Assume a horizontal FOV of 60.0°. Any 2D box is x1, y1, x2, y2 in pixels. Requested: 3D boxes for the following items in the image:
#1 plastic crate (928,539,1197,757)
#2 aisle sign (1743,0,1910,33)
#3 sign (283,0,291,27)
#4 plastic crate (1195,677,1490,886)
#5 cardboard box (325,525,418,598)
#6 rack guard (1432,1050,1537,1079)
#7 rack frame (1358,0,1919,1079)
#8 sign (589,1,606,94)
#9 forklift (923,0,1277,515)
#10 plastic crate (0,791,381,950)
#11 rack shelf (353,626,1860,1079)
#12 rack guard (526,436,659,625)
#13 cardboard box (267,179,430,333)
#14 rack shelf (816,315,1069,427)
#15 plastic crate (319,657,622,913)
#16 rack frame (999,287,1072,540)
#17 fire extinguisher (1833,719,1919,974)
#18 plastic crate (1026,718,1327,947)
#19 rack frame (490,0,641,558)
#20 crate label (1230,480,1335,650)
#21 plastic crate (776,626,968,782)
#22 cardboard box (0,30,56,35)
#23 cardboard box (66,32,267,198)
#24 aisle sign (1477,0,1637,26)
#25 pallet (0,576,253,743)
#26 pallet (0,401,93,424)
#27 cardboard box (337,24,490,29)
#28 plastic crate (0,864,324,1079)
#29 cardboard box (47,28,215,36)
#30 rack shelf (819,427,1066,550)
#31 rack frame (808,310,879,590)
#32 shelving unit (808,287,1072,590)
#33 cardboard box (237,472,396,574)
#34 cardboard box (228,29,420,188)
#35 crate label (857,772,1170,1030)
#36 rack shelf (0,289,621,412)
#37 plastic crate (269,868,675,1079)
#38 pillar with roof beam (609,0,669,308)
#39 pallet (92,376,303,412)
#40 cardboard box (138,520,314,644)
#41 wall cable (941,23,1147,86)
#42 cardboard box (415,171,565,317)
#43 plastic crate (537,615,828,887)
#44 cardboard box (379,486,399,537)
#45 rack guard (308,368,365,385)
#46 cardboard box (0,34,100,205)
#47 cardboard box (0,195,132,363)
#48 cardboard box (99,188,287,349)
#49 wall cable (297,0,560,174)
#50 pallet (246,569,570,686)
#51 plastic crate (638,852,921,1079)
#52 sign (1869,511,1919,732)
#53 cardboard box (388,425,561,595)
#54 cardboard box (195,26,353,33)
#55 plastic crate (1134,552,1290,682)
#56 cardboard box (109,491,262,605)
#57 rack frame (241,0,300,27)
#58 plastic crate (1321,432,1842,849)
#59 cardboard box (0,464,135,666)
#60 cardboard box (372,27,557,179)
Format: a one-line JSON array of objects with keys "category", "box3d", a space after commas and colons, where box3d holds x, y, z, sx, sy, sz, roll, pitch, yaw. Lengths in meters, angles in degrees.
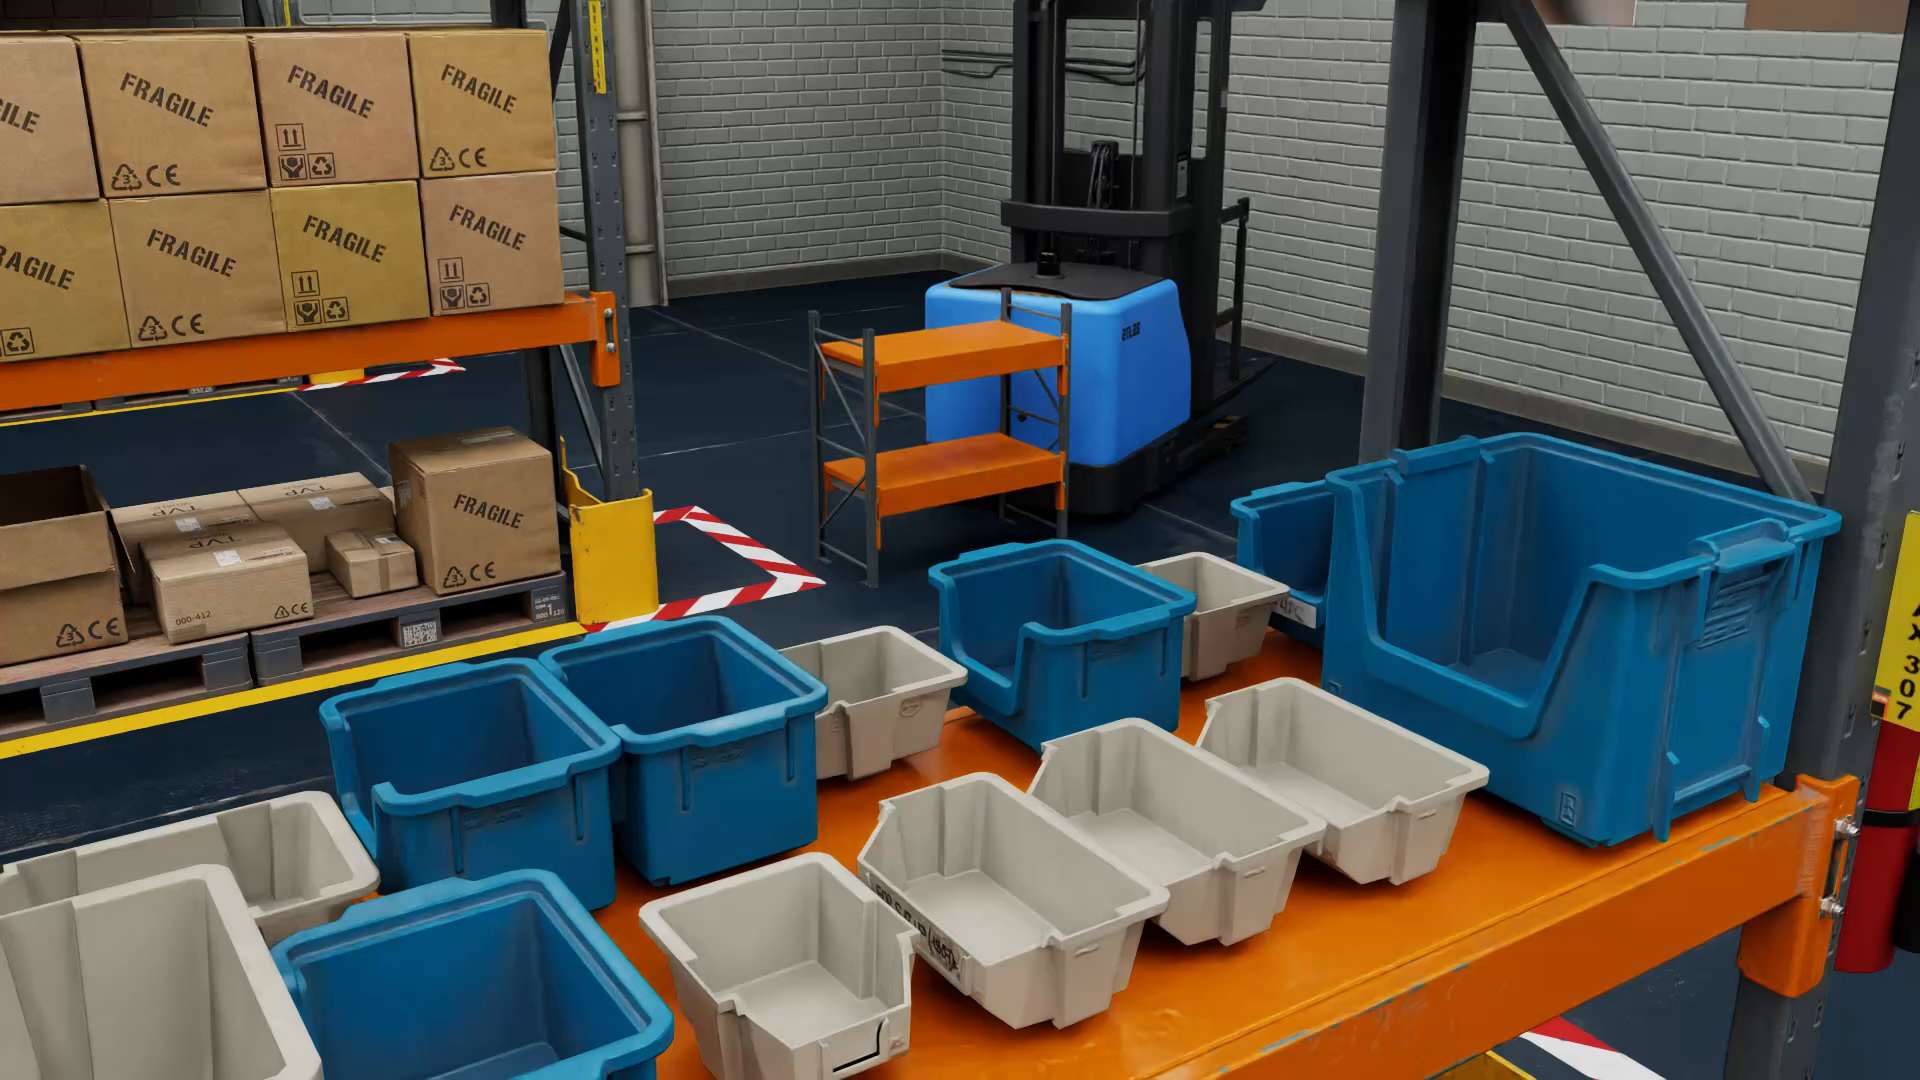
[{"category": "plastic crate", "box3d": [0.159, 0.179, 2.699, 0.300, 0.233, 0.416, -12, 22, -31]}, {"category": "aisle sign", "box3d": [1.317, -1.109, 2.282, 0.004, 0.787, 0.394, -12, 22, -31]}, {"category": "sign", "box3d": [-4.066, -3.106, 10.071, 0.005, 0.325, 0.100, -12, 22, -31]}, {"category": "plastic crate", "box3d": [0.515, 0.346, 2.357, 0.243, 0.136, 0.396, -12, 22, -31]}, {"category": "cardboard box", "box3d": [-2.331, 0.074, 6.579, 0.250, 0.166, 0.380, -12, 22, -31]}, {"category": "rack guard", "box3d": [1.109, 1.233, 3.316, 0.348, 0.500, 1.175, -12, 22, -31]}, {"category": "rack frame", "box3d": [1.098, 0.058, 2.890, 0.053, 2.616, 0.949, -12, 22, -31]}, {"category": "sign", "box3d": [-1.337, -1.815, 6.128, 0.005, 0.325, 0.100, -12, 22, -31]}, {"category": "forklift", "box3d": [0.961, -1.931, 8.879, 1.130, 2.935, 3.031, 10, 21, 27]}, {"category": "plastic crate", "box3d": [-0.956, 0.471, 1.986, 0.466, 0.136, 0.293, -12, 22, -31]}, {"category": "rack shelf", "box3d": [-0.574, 0.750, 1.966, 4.000, 0.370, 1.077, -12, 22, -31]}, {"category": "rack guard", "box3d": [-1.688, -0.071, 7.174, 0.348, 0.500, 1.175, -12, 22, -31]}, {"category": "cardboard box", "box3d": [-2.281, -1.072, 6.076, 0.500, 0.500, 0.500, -12, 22, -31]}, {"category": "rack shelf", "box3d": [-0.080, -0.756, 7.312, 1.000, 0.278, 0.538, -12, 22, -32]}, {"category": "plastic crate", "box3d": [-0.641, 0.348, 2.199, 0.300, 0.233, 0.416, -12, 22, -31]}, {"category": "rack frame", "box3d": [0.342, -0.570, 7.675, 0.032, 1.125, 0.500, -12, 22, -32]}, {"category": "fire extinguisher", "box3d": [1.472, 0.365, 2.684, 0.183, 0.674, 0.296, -12, 22, -31]}, {"category": "plastic crate", "box3d": [0.265, 0.393, 2.218, 0.243, 0.136, 0.396, -12, 22, -31]}, {"category": "rack frame", "box3d": [-1.625, -1.269, 6.814, 0.127, 3.000, 1.000, -12, 22, -31]}, {"category": "crate label", "box3d": [0.709, 0.063, 3.042, 0.303, 0.233, 0.416, -12, 22, -31]}, {"category": "plastic crate", "box3d": [-0.171, 0.263, 2.602, 0.298, 0.136, 0.250, -12, 22, -31]}, {"category": "cardboard box", "box3d": [-3.417, -1.511, 5.814, 0.500, 0.500, 0.500, -12, 22, -32]}, {"category": "cardboard box", "box3d": [-2.697, -1.456, 5.650, 0.500, 0.500, 0.500, -11, 22, -30]}, {"category": "aisle sign", "box3d": [0.993, -1.267, 2.749, 0.004, 0.787, 0.394, -12, 22, -31]}, {"category": "pallet", "box3d": [-3.372, 0.420, 6.173, 1.213, 0.211, 1.003, -12, 22, -31]}, {"category": "pallet", "box3d": [-5.995, -0.897, 10.067, 1.213, 0.211, 1.003, -12, 22, -31]}, {"category": "cardboard box", "box3d": [-2.141, -1.782, 6.615, 0.500, 0.500, 0.500, -11, 22, -30]}, {"category": "plastic crate", "box3d": [-0.868, 0.570, 1.468, 0.530, 0.282, 0.437, -12, 22, -31]}, {"category": "cardboard box", "box3d": [-2.994, -1.601, 6.080, 0.500, 0.500, 0.500, -12, 22, -31]}, {"category": "rack shelf", "box3d": [-0.080, -0.247, 7.484, 1.000, 0.278, 0.538, -12, 22, -32]}, {"category": "rack frame", "box3d": [-0.501, -0.388, 7.136, 0.032, 1.125, 0.500, -12, 22, -32]}, {"category": "shelving unit", "box3d": [-0.080, -0.479, 7.405, 1.048, 1.125, 0.538, -12, 22, -32]}, {"category": "cardboard box", "box3d": [-2.653, -0.066, 6.864, 0.500, 0.250, 0.500, -12, 22, -31]}, {"category": "cardboard box", "box3d": [-2.267, -1.548, 5.924, 0.500, 0.500, 0.500, -11, 22, -30]}, {"category": "crate label", "box3d": [0.045, 0.448, 2.053, 0.243, 0.136, 0.396, -12, 22, -31]}, {"category": "rack shelf", "box3d": [-3.295, -0.576, 5.887, 4.000, 0.370, 1.077, -12, 22, -31]}, {"category": "plastic crate", "box3d": [-0.478, 0.538, 1.637, 0.300, 0.233, 0.416, -12, 22, -31]}, {"category": "pillar with roof beam", "box3d": [-0.206, -4.990, 8.455, 0.400, 9.000, 9.100, -12, 22, -31]}, {"category": "pallet", "box3d": [-4.977, -1.110, 10.699, 1.213, 0.211, 1.003, -12, 22, -31]}, {"category": "cardboard box", "box3d": [-2.754, 0.147, 6.234, 0.500, 0.250, 0.500, -12, 22, -31]}, {"category": "wall cable", "box3d": [0.568, -4.865, 12.932, 0.112, 2.526, 3.097, -12, 22, -31]}, {"category": "cardboard box", "box3d": [-1.849, -1.164, 6.349, 0.500, 0.500, 0.500, -11, 22, -30]}, {"category": "plastic crate", "box3d": [-0.391, 0.295, 2.356, 0.300, 0.233, 0.416, -12, 22, -31]}, {"category": "cardboard box", "box3d": [-2.373, -0.109, 7.120, 0.250, 0.166, 0.380, -12, 22, -31]}, {"category": "rack guard", "box3d": [-4.332, -1.413, 11.144, 0.348, 0.500, 1.175, -12, 22, -31]}, {"category": "cardboard box", "box3d": [-3.126, -1.365, 5.383, 0.500, 0.500, 0.500, -11, 22, -30]}, {"category": "cardboard box", "box3d": [-3.121, -0.897, 5.558, 0.500, 0.500, 0.500, -12, 22, -32]}, {"category": "cardboard box", "box3d": [-2.700, -0.986, 5.820, 0.500, 0.500, 0.500, -12, 22, -31]}, {"category": "wall cable", "box3d": [-3.803, -3.553, 11.984, 1.851, 1.984, 0.084, -12, 22, -31]}, {"category": "pallet", "box3d": [-2.354, 0.207, 6.805, 1.213, 0.211, 1.003, -12, 22, -31]}, {"category": "plastic crate", "box3d": [-0.192, 0.505, 1.884, 0.250, 0.136, 0.298, -12, 22, -31]}, {"category": "sign", "box3d": [1.412, 0.124, 2.440, 0.005, 0.325, 0.100, -12, 22, -31]}, {"category": "cardboard box", "box3d": [-1.944, -0.131, 6.665, 0.500, 0.500, 0.500, -12, 22, -31]}, {"category": "cardboard box", "box3d": [-2.573, -1.688, 6.337, 0.500, 0.500, 0.500, -12, 22, -31]}, {"category": "plastic crate", "box3d": [0.395, 0.143, 2.955, 0.298, 0.136, 0.250, -12, 22, -31]}, {"category": "cardboard box", "box3d": [-3.070, 0.022, 6.604, 0.500, 0.250, 0.500, -12, 22, -31]}, {"category": "rack frame", "box3d": [-4.353, -2.593, 10.731, 0.127, 3.000, 1.000, -12, 22, -31]}, {"category": "plastic crate", "box3d": [0.919, 0.121, 2.555, 0.499, 0.435, 0.616, -12, 22, -31]}, {"category": "cardboard box", "box3d": [-3.399, 0.078, 6.042, 0.637, 0.503, 0.797, -12, 22, -31]}, {"category": "cardboard box", "box3d": [-1.845, -1.638, 6.188, 0.500, 0.500, 0.500, -12, 22, -32]}]
